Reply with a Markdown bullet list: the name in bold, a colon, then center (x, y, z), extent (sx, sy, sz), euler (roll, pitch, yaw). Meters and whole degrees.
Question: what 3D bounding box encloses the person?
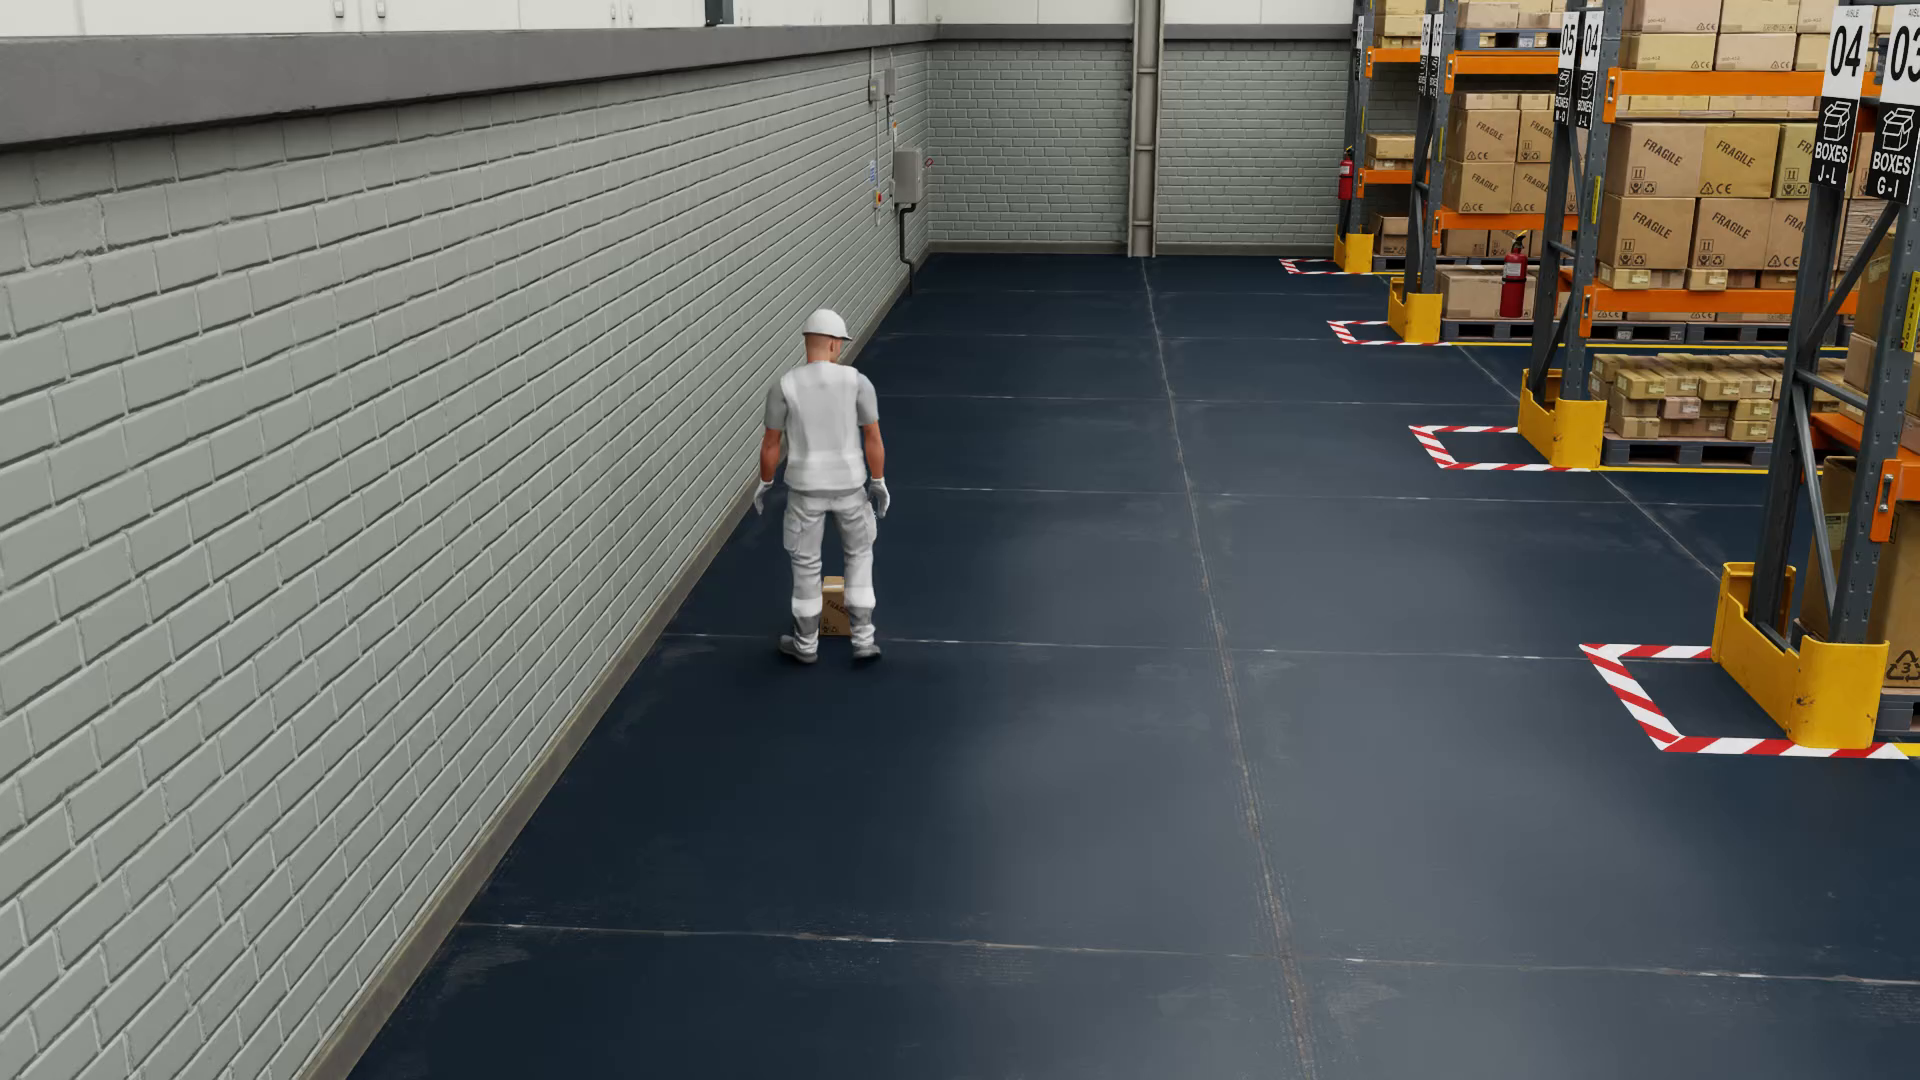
- **person**: center (-0.692, -0.242, 8.284), extent (0.662, 1.803, 0.385), euler (-3, 18, -10)
